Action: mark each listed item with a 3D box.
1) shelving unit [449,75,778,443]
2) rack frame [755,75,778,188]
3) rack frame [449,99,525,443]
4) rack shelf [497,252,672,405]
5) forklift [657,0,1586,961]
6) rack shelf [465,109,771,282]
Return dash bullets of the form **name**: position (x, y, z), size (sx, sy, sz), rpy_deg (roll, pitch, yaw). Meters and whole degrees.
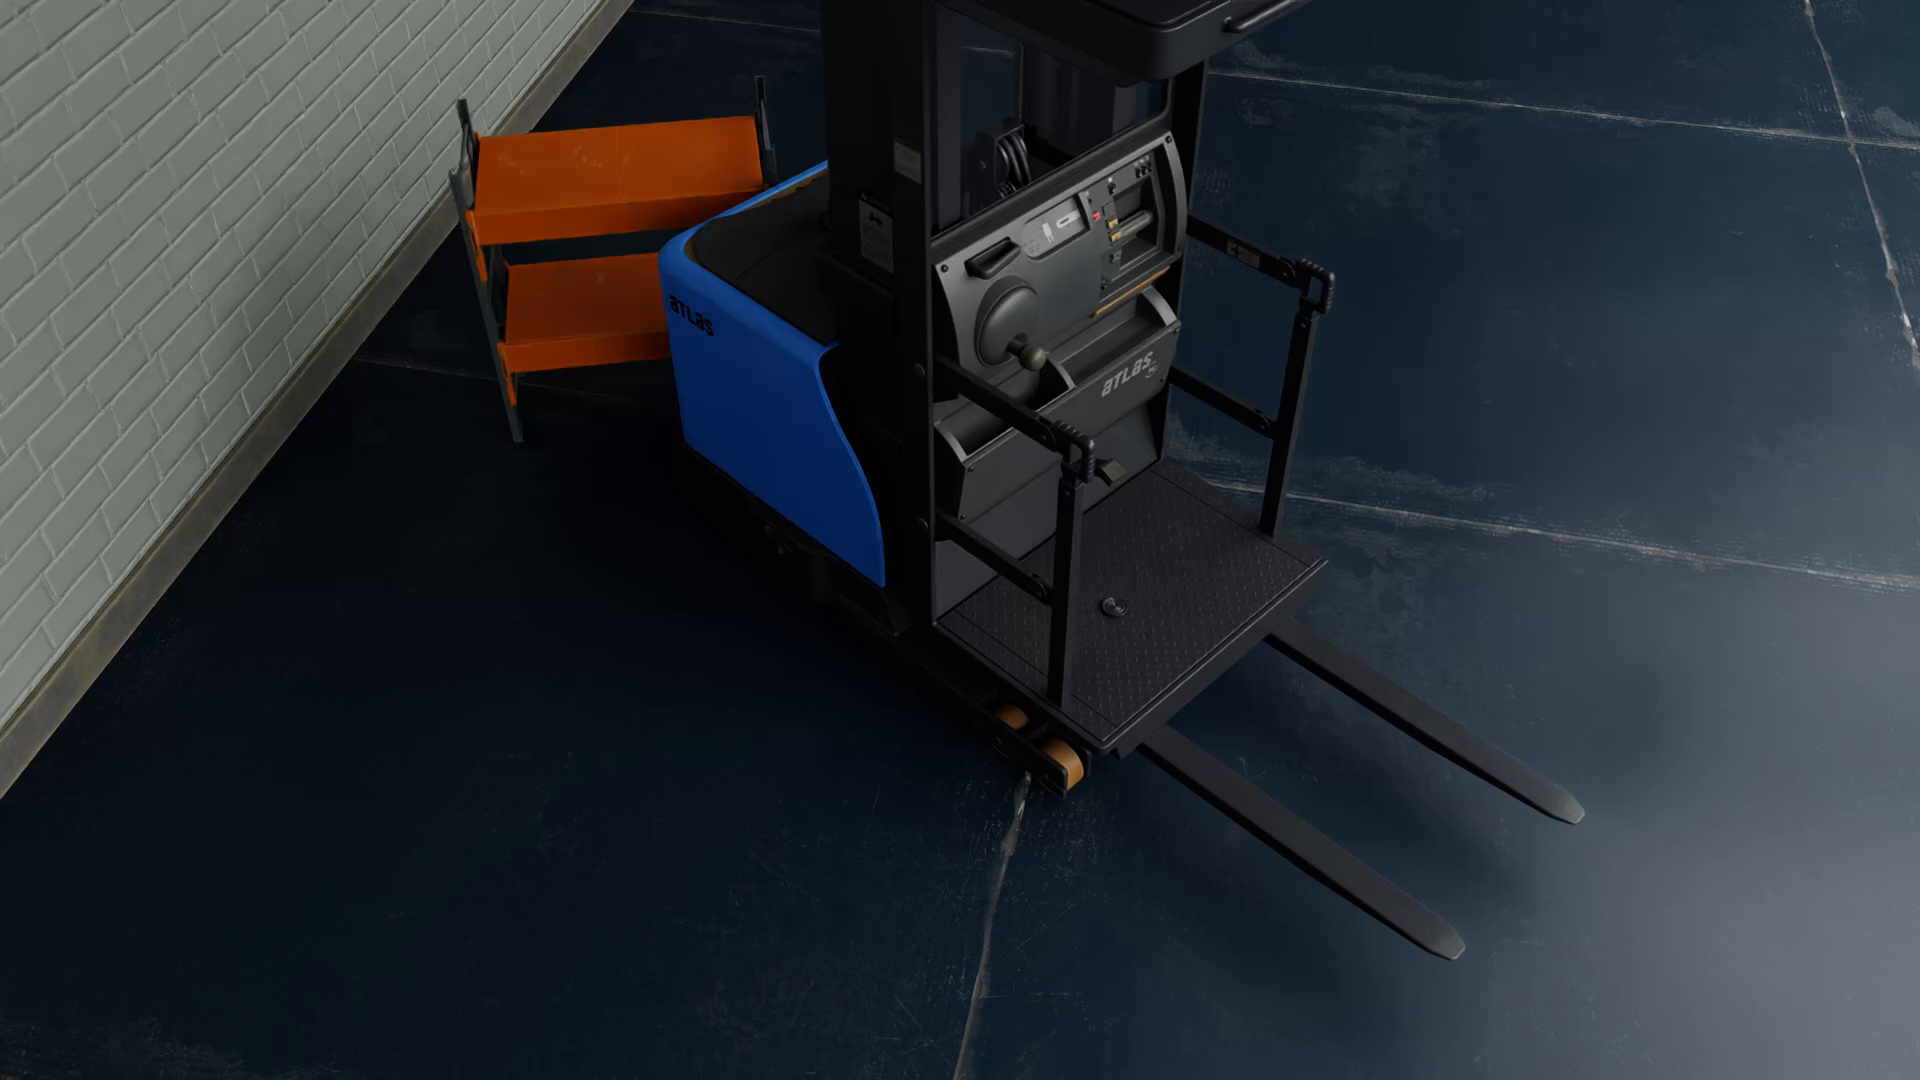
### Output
- **shelving unit**: position (-1.165, -0.991, 5.969), size (1.048, 1.125, 0.538), rpy_deg (-6, 44, -7)
- **rack frame**: position (-0.664, -1.047, 6.027), size (0.032, 1.125, 0.500), rpy_deg (-6, 44, -7)
- **rack frame**: position (-1.667, -0.936, 5.911), size (0.032, 1.125, 0.500), rpy_deg (-6, 44, -7)
- **rack shelf**: position (-1.165, -0.815, 6.138), size (1.000, 0.278, 0.538), rpy_deg (-6, 44, -7)
- **forklift**: position (0.440, -0.712, 4.376), size (3.031, 2.935, 1.130), rpy_deg (35, 54, 31)
- **rack shelf**: position (-1.165, -1.202, 5.766), size (1.000, 0.278, 0.538), rpy_deg (-6, 44, -7)
